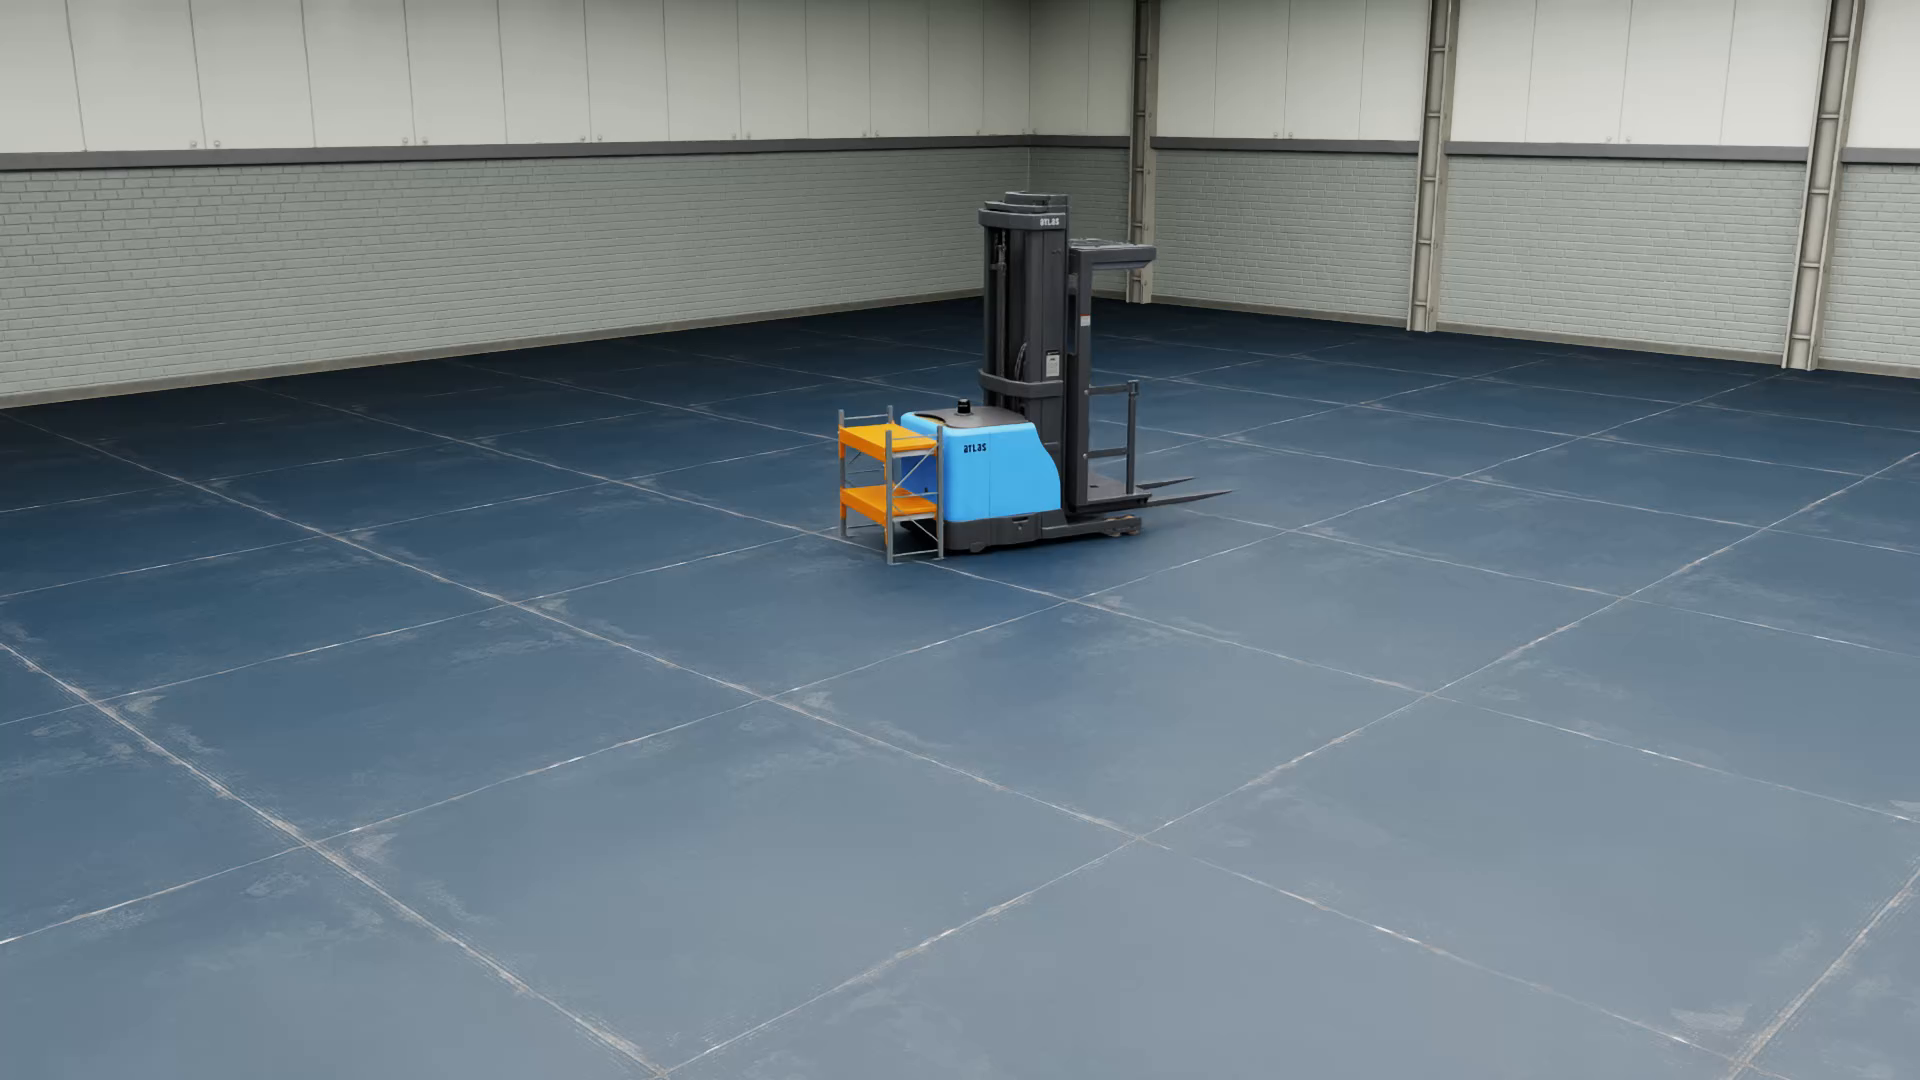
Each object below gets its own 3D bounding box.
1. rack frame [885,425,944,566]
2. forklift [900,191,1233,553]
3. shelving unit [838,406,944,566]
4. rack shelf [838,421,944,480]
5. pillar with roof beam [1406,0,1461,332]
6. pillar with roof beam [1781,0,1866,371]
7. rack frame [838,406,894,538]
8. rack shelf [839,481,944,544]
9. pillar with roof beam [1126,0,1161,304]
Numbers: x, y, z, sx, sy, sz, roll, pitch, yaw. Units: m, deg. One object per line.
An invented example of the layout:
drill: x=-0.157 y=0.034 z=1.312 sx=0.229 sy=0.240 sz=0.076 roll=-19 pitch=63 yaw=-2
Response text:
rack frame: x=-0.368 y=-0.362 z=13.592 sx=0.500 sy=1.125 sz=0.032 roll=-7 pitch=16 yaw=-25
forklift: x=1.020 y=-1.551 z=14.570 sx=3.031 sy=2.935 sz=1.130 roll=-8 pitch=16 yaw=-27
shelving unit: x=-0.590 y=-0.478 z=14.034 sx=0.538 sy=1.125 sz=1.048 roll=-7 pitch=16 yaw=-25
rack shelf: x=-0.590 y=-0.761 z=13.960 sx=0.538 sy=0.278 sz=1.000 roll=-7 pitch=16 yaw=-25
pillar with roof beam: x=4.772 y=-7.098 z=23.825 sx=0.400 sy=9.000 sz=9.100 roll=14 pitch=20 yaw=42
pillar with roof beam: x=9.092 y=-6.048 z=19.795 sx=0.400 sy=9.000 sz=9.100 roll=14 pitch=20 yaw=42
rack frame: x=-0.813 y=-0.593 z=14.477 sx=0.500 sy=1.125 sz=0.032 roll=-7 pitch=16 yaw=-25
rack shelf: x=-0.590 y=-0.241 z=14.096 sx=0.538 sy=0.278 sz=1.000 roll=-7 pitch=16 yaw=-25
pillar with roof beam: x=0.453 y=-8.148 z=27.855 sx=0.400 sy=9.000 sz=9.100 roll=14 pitch=20 yaw=42
